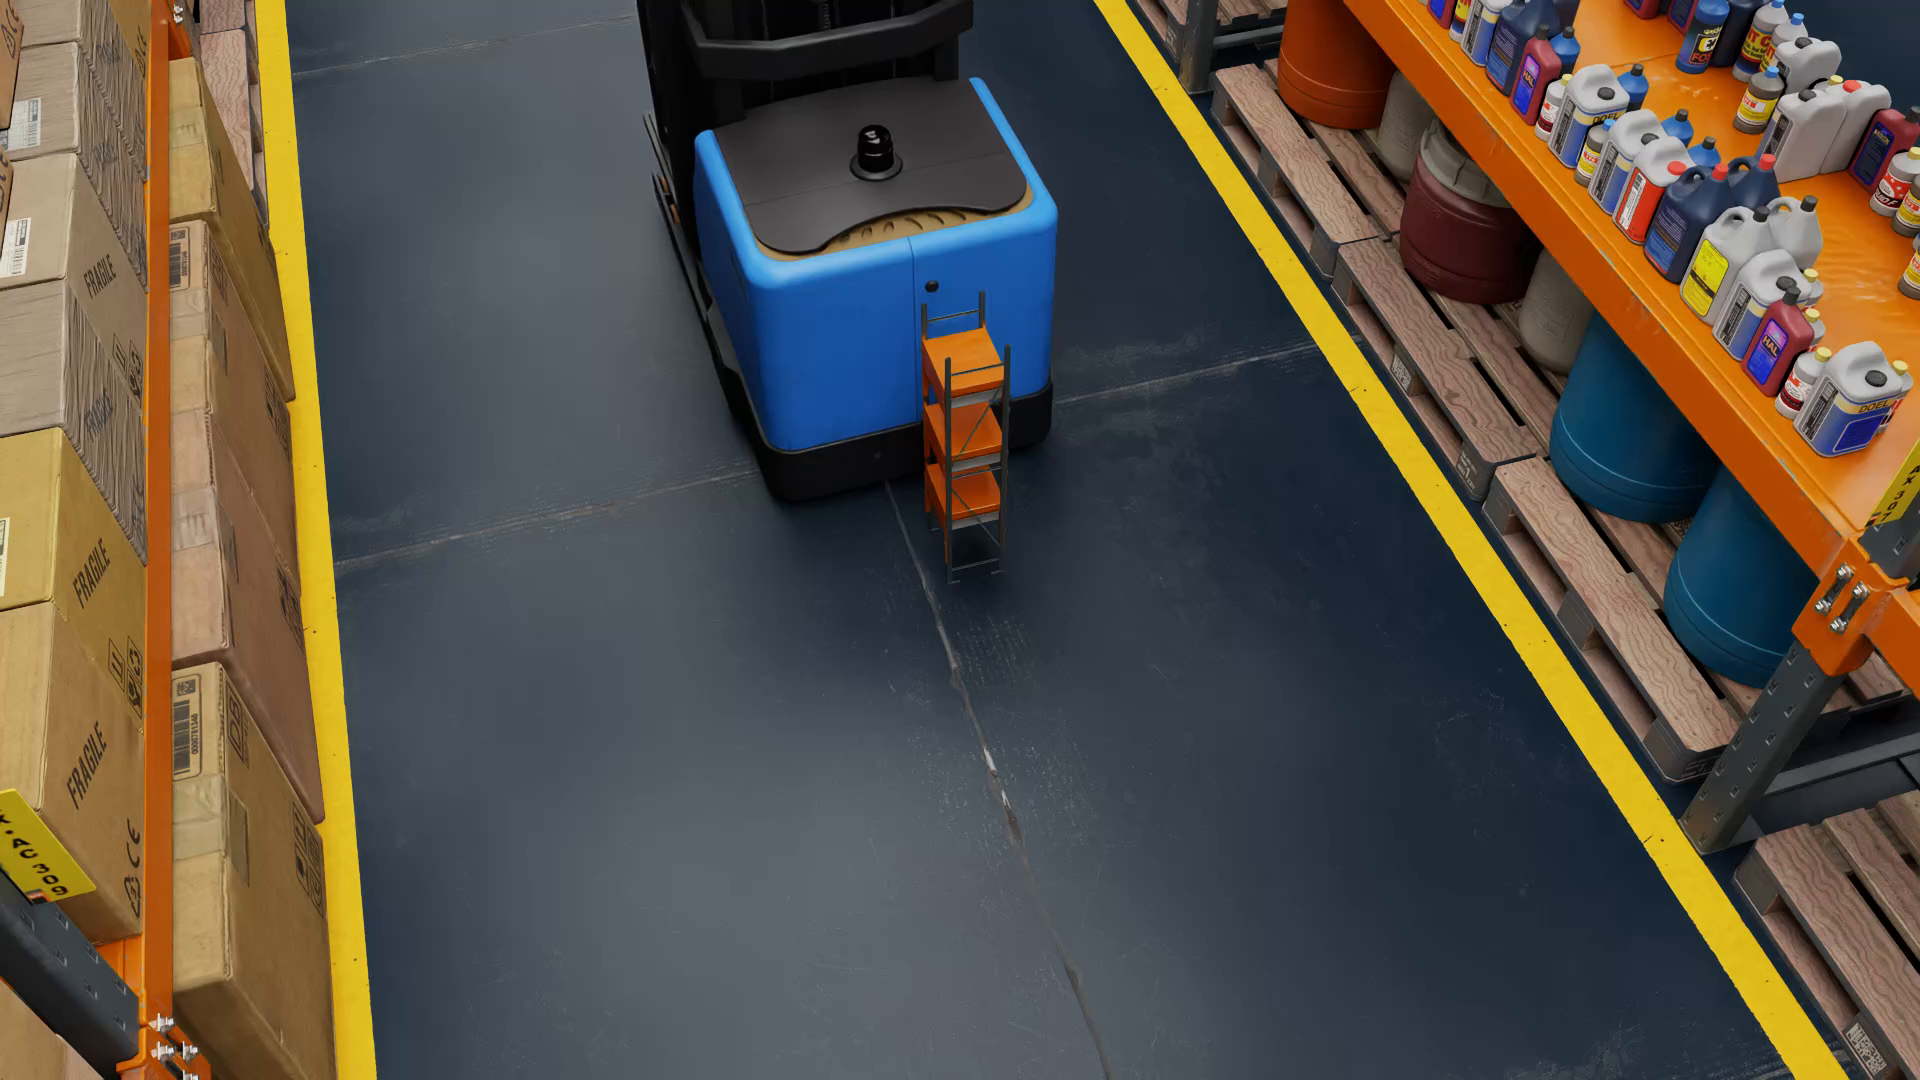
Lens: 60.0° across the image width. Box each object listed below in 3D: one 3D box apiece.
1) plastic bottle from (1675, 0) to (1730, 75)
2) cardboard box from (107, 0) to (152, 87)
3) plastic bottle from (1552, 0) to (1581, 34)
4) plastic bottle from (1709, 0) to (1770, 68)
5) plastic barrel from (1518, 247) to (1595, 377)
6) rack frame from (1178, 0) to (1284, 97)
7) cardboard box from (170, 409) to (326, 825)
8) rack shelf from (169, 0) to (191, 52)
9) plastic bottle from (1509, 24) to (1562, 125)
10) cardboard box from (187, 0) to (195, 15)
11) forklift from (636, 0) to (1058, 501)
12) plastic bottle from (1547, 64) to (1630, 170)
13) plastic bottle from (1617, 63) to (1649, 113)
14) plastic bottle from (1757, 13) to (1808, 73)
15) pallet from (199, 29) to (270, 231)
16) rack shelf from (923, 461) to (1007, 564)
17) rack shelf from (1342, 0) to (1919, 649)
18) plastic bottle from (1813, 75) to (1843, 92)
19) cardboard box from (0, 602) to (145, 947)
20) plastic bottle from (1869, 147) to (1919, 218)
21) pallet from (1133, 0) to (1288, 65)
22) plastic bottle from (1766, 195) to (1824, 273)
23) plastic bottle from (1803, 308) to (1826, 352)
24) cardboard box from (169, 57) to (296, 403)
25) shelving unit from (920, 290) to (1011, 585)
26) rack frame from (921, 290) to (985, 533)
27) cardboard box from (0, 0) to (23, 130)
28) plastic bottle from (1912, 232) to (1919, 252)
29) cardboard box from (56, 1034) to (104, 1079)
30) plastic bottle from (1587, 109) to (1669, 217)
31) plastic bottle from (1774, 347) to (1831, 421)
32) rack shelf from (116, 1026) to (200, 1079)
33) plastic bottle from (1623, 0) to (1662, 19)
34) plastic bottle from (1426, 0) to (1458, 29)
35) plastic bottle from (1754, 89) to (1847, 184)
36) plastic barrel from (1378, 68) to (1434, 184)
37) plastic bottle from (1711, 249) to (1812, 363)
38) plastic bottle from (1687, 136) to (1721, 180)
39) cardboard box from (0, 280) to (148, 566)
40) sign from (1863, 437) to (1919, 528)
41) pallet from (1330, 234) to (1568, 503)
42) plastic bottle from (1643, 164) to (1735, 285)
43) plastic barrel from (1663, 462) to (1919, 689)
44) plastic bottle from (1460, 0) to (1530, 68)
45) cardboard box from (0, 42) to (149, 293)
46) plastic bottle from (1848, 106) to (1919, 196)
[{"bbox_3d":[2.343,-1.608,5.228,0.097,0.271,0.097,0,50,0],"label":"plastic bottle"},{"bbox_3d":[-2.870,-1.709,5.163,0.500,0.500,0.500,-12,51,-10],"label":"cardboard box"},{"bbox_3d":[1.857,-1.698,5.252,0.144,0.351,0.185,-13,51,-11],"label":"plastic bottle"},{"bbox_3d":[2.445,-1.693,5.248,0.144,0.351,0.185,-13,51,-11],"label":"plastic bottle"},{"bbox_3d":[2.226,-0.864,5.869,0.421,0.512,0.421,0,50,0],"label":"plastic barrel"},{"bbox_3d":[1.479,-3.101,6.402,1.000,3.000,0.127,-13,51,-11],"label":"rack frame"},{"bbox_3d":[-2.543,0.375,4.587,1.225,0.875,0.875,-15,51,-12],"label":"cardboard box"},{"bbox_3d":[-3.844,-3.210,6.965,1.077,0.370,4.000,-13,51,-11],"label":"rack shelf"},{"bbox_3d":[1.759,-1.418,5.060,0.061,0.283,0.133,-13,51,-11],"label":"plastic bottle"},{"bbox_3d":[-3.820,-2.617,7.341,0.700,0.500,0.500,-9,51,-8],"label":"cardboard box"},{"bbox_3d":[-0.624,-2.238,5.720,1.130,2.935,3.031,-14,51,-12],"label":"forklift"},{"bbox_3d":[1.871,-1.257,4.929,0.152,0.276,0.135,-13,51,-11],"label":"plastic bottle"},{"bbox_3d":[1.984,-1.297,4.966,0.097,0.271,0.097,0,50,0],"label":"plastic bottle"},{"bbox_3d":[2.538,-1.499,5.136,0.097,0.271,0.097,0,50,0],"label":"plastic bottle"},{"bbox_3d":[-3.482,-1.653,7.006,1.003,0.211,1.213,-13,51,-11],"label":"pallet"},{"bbox_3d":[0.016,-0.113,5.536,0.215,0.259,0.240,-13,51,-11],"label":"rack shelf"},{"bbox_3d":[2.070,-1.408,5.446,1.077,0.370,4.000,-13,51,-11],"label":"rack shelf"},{"bbox_3d":[2.607,-1.307,5.020,0.097,0.201,0.097,0,50,0],"label":"plastic bottle"},{"bbox_3d":[-1.967,0.516,3.288,0.500,0.500,0.500,-13,51,-11],"label":"cardboard box"},{"bbox_3d":[2.715,-1.040,4.795,0.097,0.201,0.097,0,50,0],"label":"plastic bottle"},{"bbox_3d":[1.287,-2.777,7.953,1.003,0.211,1.213,-13,51,-11],"label":"pallet"},{"bbox_3d":[2.215,-0.793,4.489,0.144,0.351,0.185,-13,51,-11],"label":"plastic bottle"},{"bbox_3d":[2.194,-0.520,4.356,0.097,0.201,0.097,0,50,0],"label":"plastic bottle"},{"bbox_3d":[-3.069,-0.923,5.681,1.225,0.875,0.875,-15,52,-13],"label":"cardboard box"},{"bbox_3d":[0.016,-0.299,5.316,0.215,1.050,0.252,-13,51,-11],"label":"shelving unit"},{"bbox_3d":[-0.020,-0.388,5.391,0.200,1.050,0.008,-13,51,-11],"label":"rack frame"},{"bbox_3d":[-2.862,-1.322,4.181,0.797,0.503,0.637,-12,51,-10],"label":"cardboard box"},{"bbox_3d":[2.772,-0.920,4.648,0.097,0.271,0.097,0,50,0],"label":"plastic bottle"},{"bbox_3d":[-1.689,1.156,2.717,0.500,0.250,0.500,-14,51,-12],"label":"cardboard box"},{"bbox_3d":[1.939,-1.088,4.786,0.152,0.276,0.135,-13,51,-11],"label":"plastic bottle"},{"bbox_3d":[2.176,-0.409,4.262,0.097,0.201,0.097,0,50,0],"label":"plastic bottle"},{"bbox_3d":[-1.478,2.633,2.039,1.077,0.370,4.000,-13,51,-11],"label":"rack shelf"},{"bbox_3d":[2.261,-1.862,5.434,0.061,0.283,0.133,-13,51,-11],"label":"plastic bottle"},{"bbox_3d":[1.596,-1.820,5.399,0.061,0.283,0.133,-13,51,-11],"label":"plastic bottle"},{"bbox_3d":[2.470,-1.205,4.885,0.152,0.276,0.135,-13,51,-11],"label":"plastic bottle"},{"bbox_3d":[1.892,-1.689,6.564,0.421,0.512,0.421,0,50,0],"label":"plastic barrel"},{"bbox_3d":[2.128,-0.621,4.393,0.152,0.276,0.135,-13,51,-11],"label":"plastic bottle"},{"bbox_3d":[2.093,-1.030,4.740,0.097,0.271,0.097,0,50,0],"label":"plastic bottle"},{"bbox_3d":[-2.264,-0.217,3.905,0.500,0.500,0.500,-14,51,-12],"label":"cardboard box"},{"bbox_3d":[2.136,-0.146,3.730,0.100,0.325,0.005,-13,51,-11],"label":"sign"},{"bbox_3d":[2.109,-0.746,6.241,1.003,0.211,1.213,-13,51,-11],"label":"pallet"},{"bbox_3d":[2.023,-0.896,4.576,0.144,0.351,0.185,-13,51,-11],"label":"plastic bottle"},{"bbox_3d":[2.517,-0.040,4.919,0.600,0.901,0.708,-13,51,-11],"label":"plastic barrel"},{"bbox_3d":[1.708,-1.659,5.268,0.152,0.276,0.135,-13,51,-11],"label":"plastic bottle"},{"bbox_3d":[-2.572,-0.965,4.536,0.500,0.500,0.500,-15,51,-12],"label":"cardboard box"},{"bbox_3d":[2.698,-1.155,4.838,0.061,0.283,0.133,-13,51,-11],"label":"plastic bottle"}]
